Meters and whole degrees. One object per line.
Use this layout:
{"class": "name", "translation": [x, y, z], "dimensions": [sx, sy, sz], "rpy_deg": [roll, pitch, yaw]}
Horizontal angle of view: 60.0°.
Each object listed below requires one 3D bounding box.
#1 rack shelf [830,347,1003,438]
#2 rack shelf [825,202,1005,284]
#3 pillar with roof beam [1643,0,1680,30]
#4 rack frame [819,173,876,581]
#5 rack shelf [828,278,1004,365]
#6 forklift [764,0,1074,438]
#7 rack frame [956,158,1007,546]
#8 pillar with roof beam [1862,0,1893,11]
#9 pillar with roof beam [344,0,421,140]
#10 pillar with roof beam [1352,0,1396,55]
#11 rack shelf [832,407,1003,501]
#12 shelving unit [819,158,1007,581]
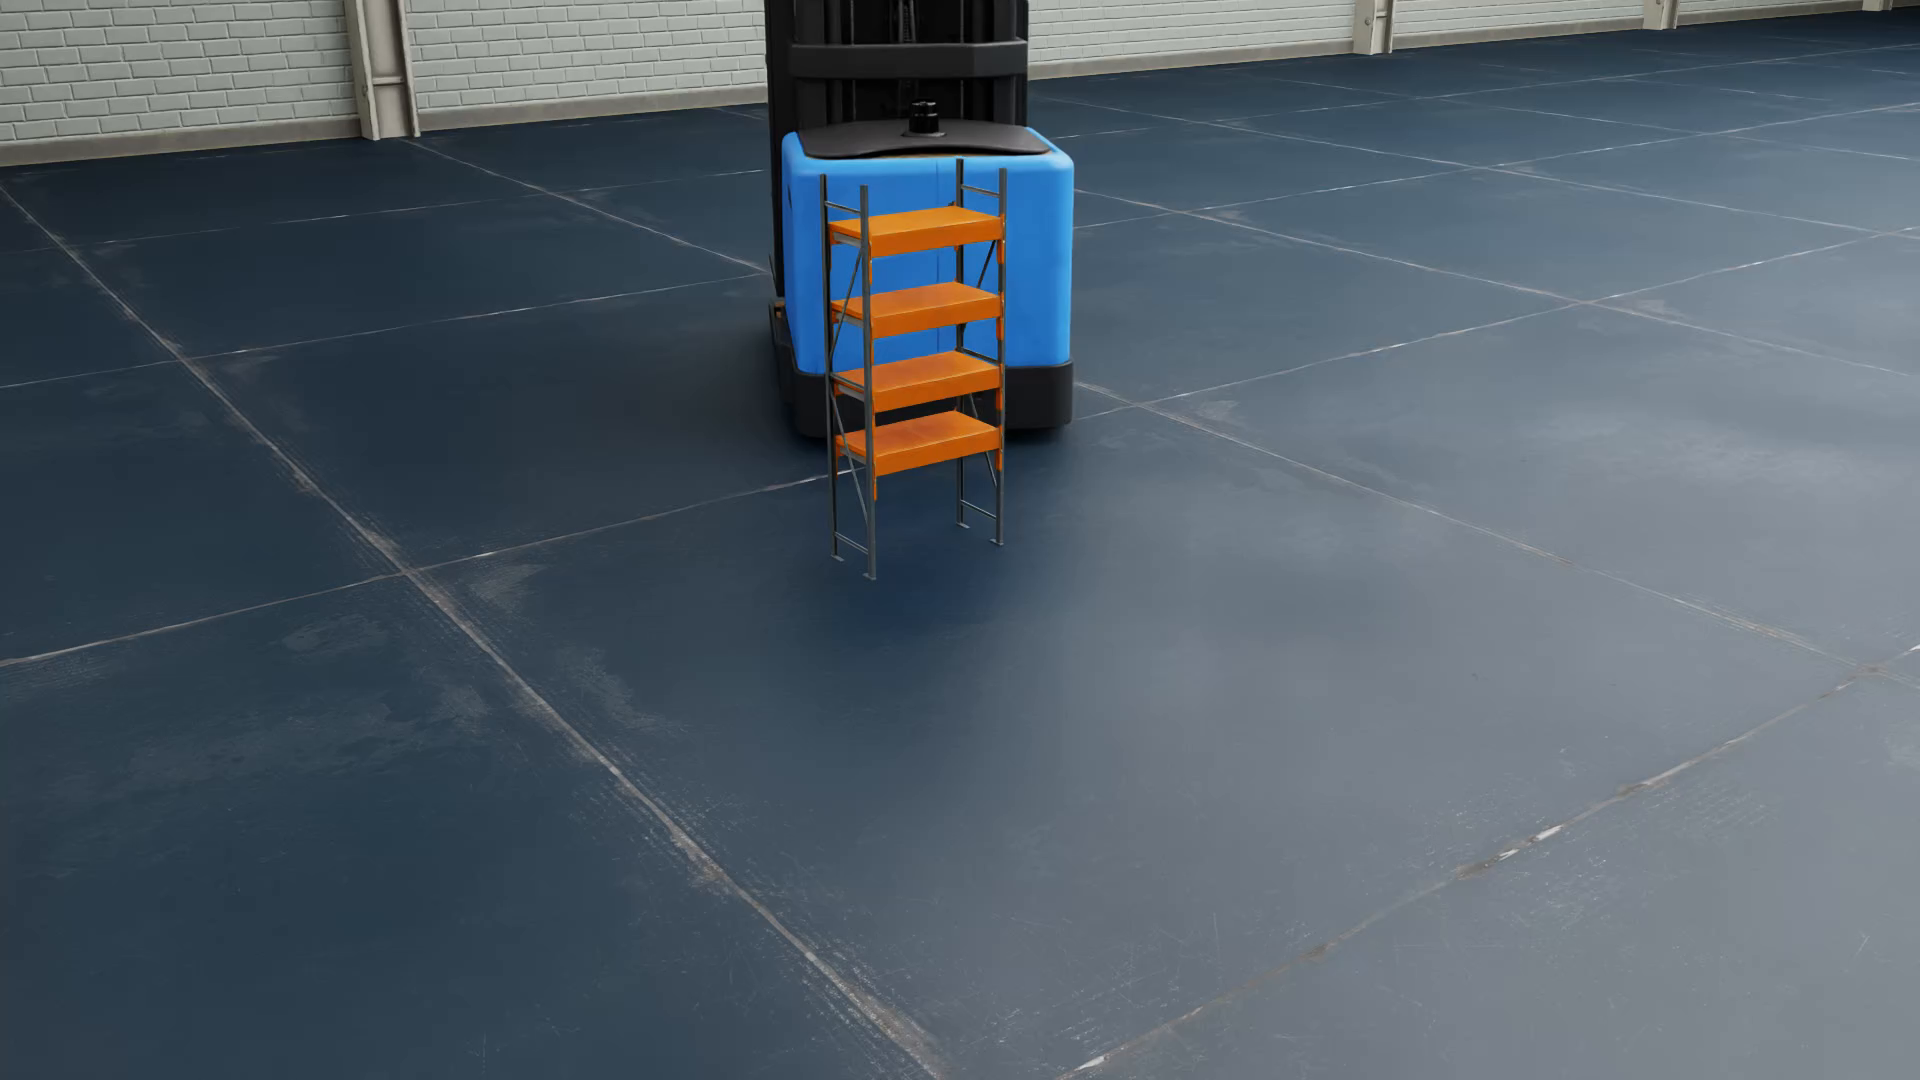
{"class": "rack shelf", "translation": [-0.134, -0.459, 5.109], "dimensions": [0.480, 0.148, 0.258], "rpy_deg": [-15, 26, -33]}
{"class": "rack shelf", "translation": [-0.134, -0.886, 4.939], "dimensions": [0.480, 0.148, 0.258], "rpy_deg": [-15, 26, -33]}
{"class": "pillar with roof beam", "translation": [12.406, -10.131, 18.644], "dimensions": [0.400, 9.000, 9.100], "rpy_deg": [-15, 26, -33]}
{"class": "rack frame", "translation": [-0.332, -0.469, 4.952], "dimensions": [0.015, 1.200, 0.240], "rpy_deg": [-15, 26, -33]}
{"class": "rack shelf", "translation": [-0.134, -0.667, 5.026], "dimensions": [0.480, 0.148, 0.258], "rpy_deg": [-15, 26, -33]}
{"class": "forklift", "translation": [-0.296, -2.249, 7.078], "dimensions": [1.130, 2.935, 3.031], "rpy_deg": [-3, 22, -8]}
{"class": "rack frame", "translation": [0.064, -0.574, 5.217], "dimensions": [0.015, 1.200, 0.240], "rpy_deg": [-15, 26, -33]}
{"class": "pillar with roof beam", "translation": [17.277, -11.430, 21.899], "dimensions": [0.400, 9.000, 9.100], "rpy_deg": [-15, 26, -33]}
{"class": "pillar with roof beam", "translation": [-2.205, -6.235, 8.880], "dimensions": [0.400, 9.000, 9.100], "rpy_deg": [-15, 26, -33]}
{"class": "pillar with roof beam", "translation": [7.536, -8.833, 15.389], "dimensions": [0.400, 9.000, 9.100], "rpy_deg": [-15, 26, -33]}
{"class": "rack shelf", "translation": [-0.134, -0.275, 5.183], "dimensions": [0.480, 0.148, 0.258], "rpy_deg": [-15, 26, -33]}
{"class": "shelving unit", "translation": [-0.134, -0.521, 5.084], "dimensions": [0.503, 1.200, 0.258], "rpy_deg": [-15, 26, -33]}
